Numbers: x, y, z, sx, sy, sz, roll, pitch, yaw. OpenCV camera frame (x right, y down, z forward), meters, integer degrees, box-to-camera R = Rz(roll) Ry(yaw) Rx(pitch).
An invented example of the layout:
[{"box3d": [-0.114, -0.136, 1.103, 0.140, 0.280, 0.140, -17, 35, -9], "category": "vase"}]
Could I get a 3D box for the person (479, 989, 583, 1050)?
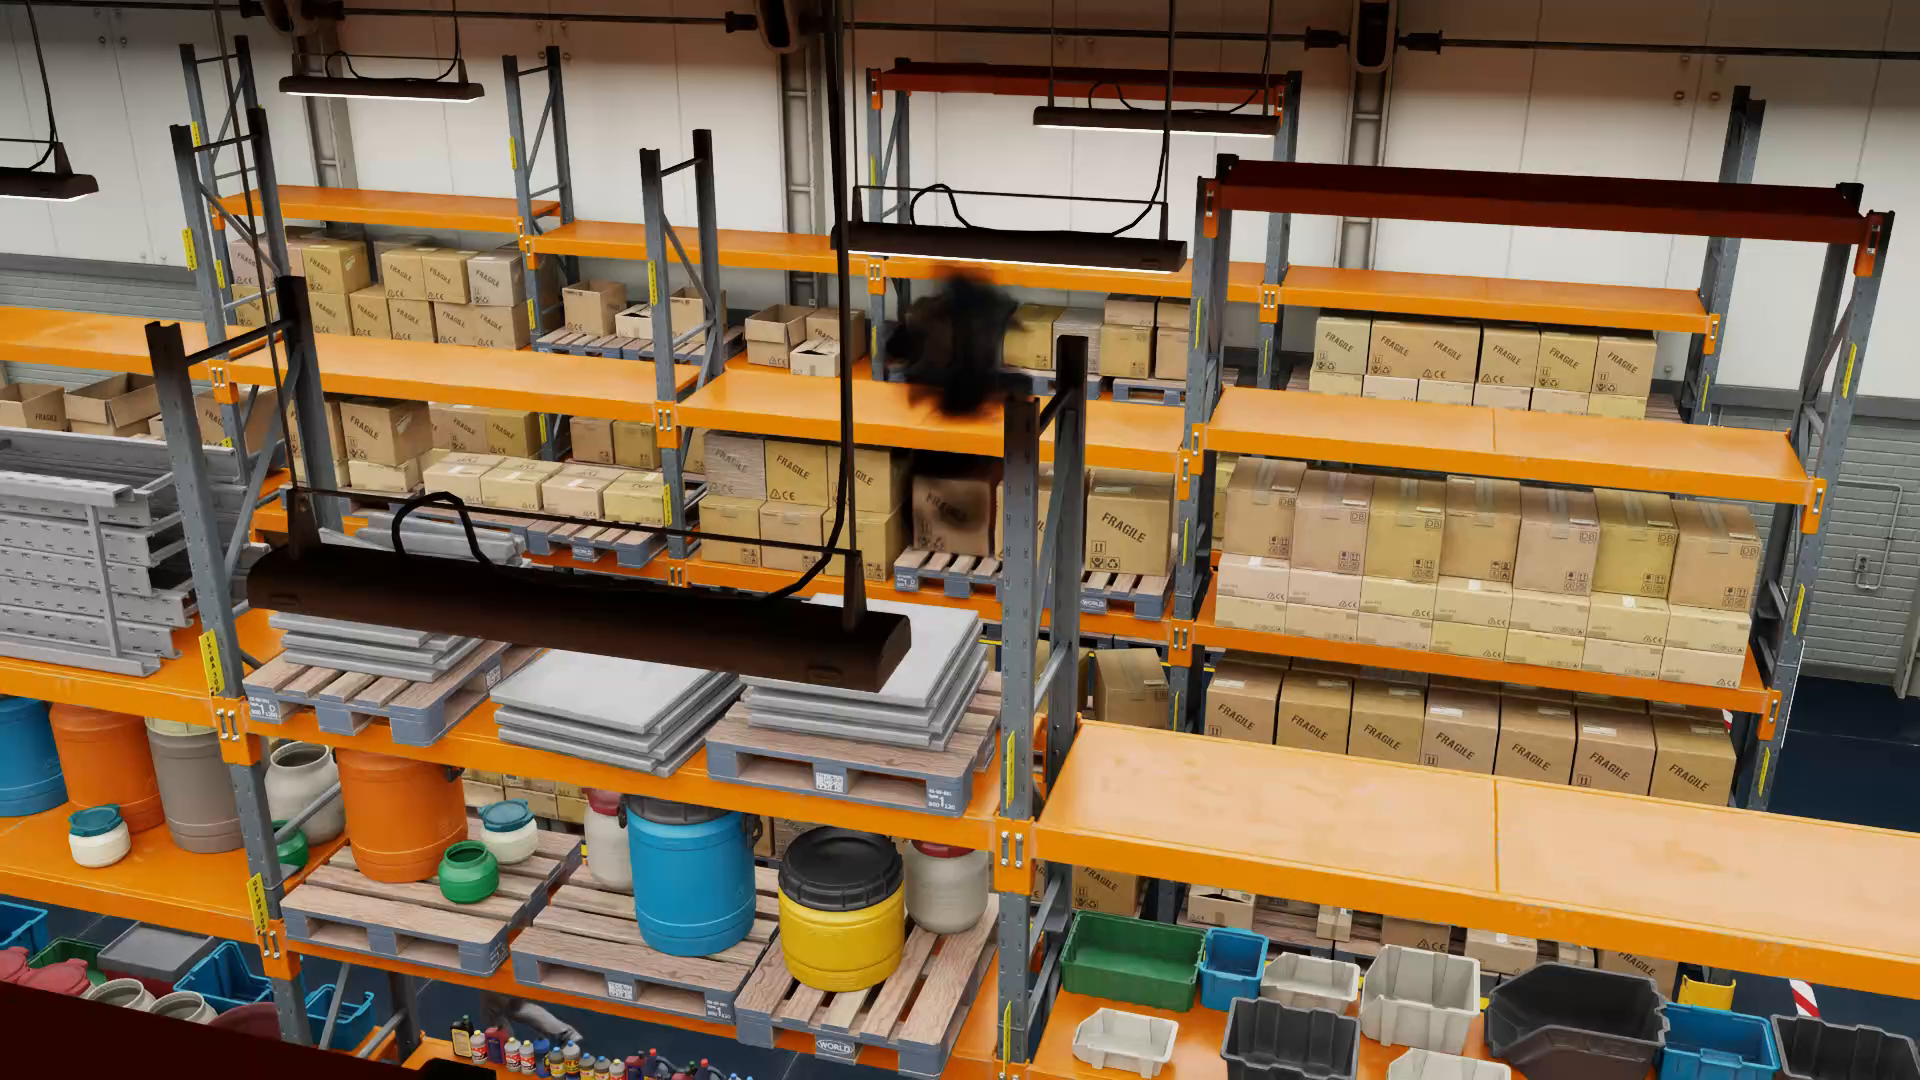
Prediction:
[{"box3d": [-3.051, 2.981, 11.364, 0.772, 1.752, 0.705, 10, 25, 23], "category": "person"}]
